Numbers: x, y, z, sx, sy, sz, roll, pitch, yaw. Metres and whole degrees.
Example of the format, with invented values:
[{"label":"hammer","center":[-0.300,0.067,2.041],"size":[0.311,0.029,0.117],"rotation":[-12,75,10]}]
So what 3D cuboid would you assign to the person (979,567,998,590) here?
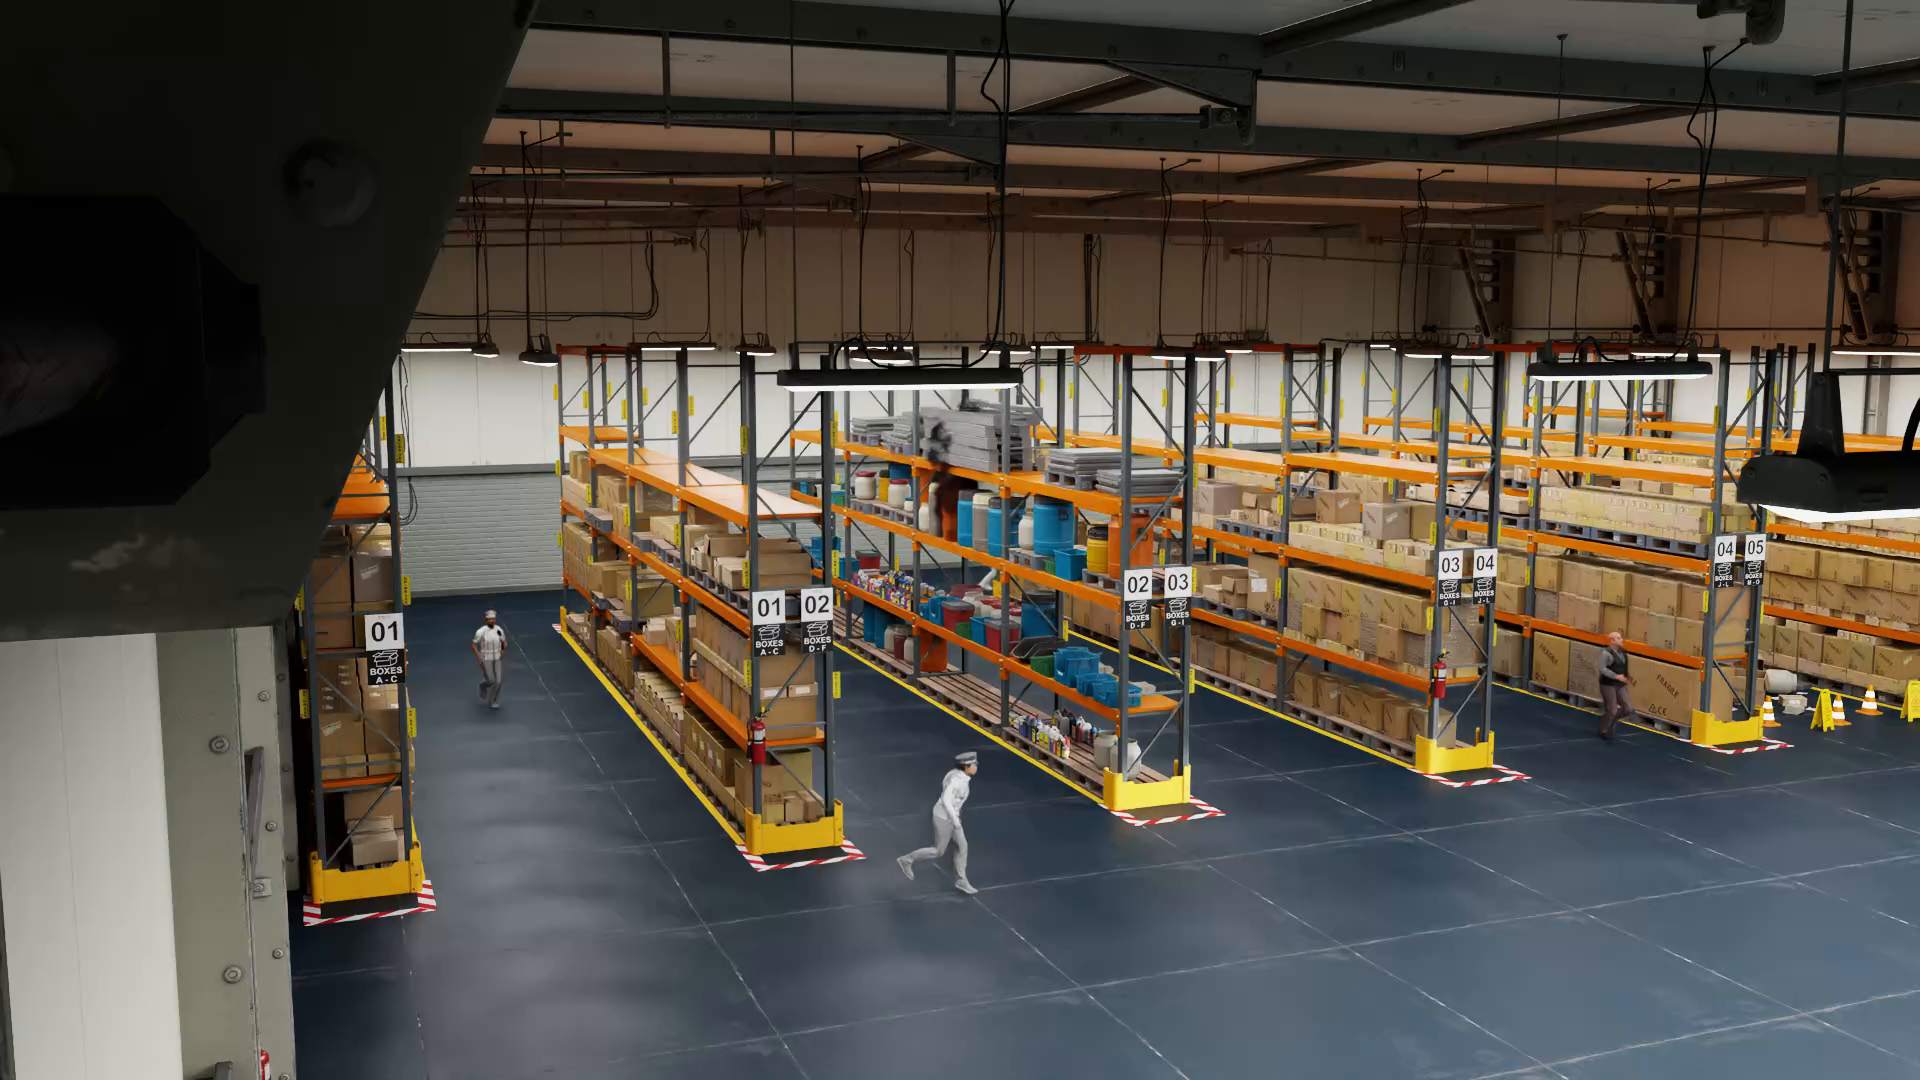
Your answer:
[{"label":"person","center":[0.976,0.378,39.889],"size":[1.043,1.785,0.696],"rotation":[0,7,2]}]

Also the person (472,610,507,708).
[{"label":"person","center":[-7.838,1.986,27.831],"size":[0.574,1.649,0.561],"rotation":[-5,9,-34]}]

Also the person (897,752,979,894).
[{"label":"person","center":[-0.246,3.183,18.780],"size":[0.924,1.633,0.636],"rotation":[0,7,0]}]

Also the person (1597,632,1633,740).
[{"label":"person","center":[10.108,2.250,25.576],"size":[0.685,1.689,0.580],"rotation":[-4,8,-29]}]
